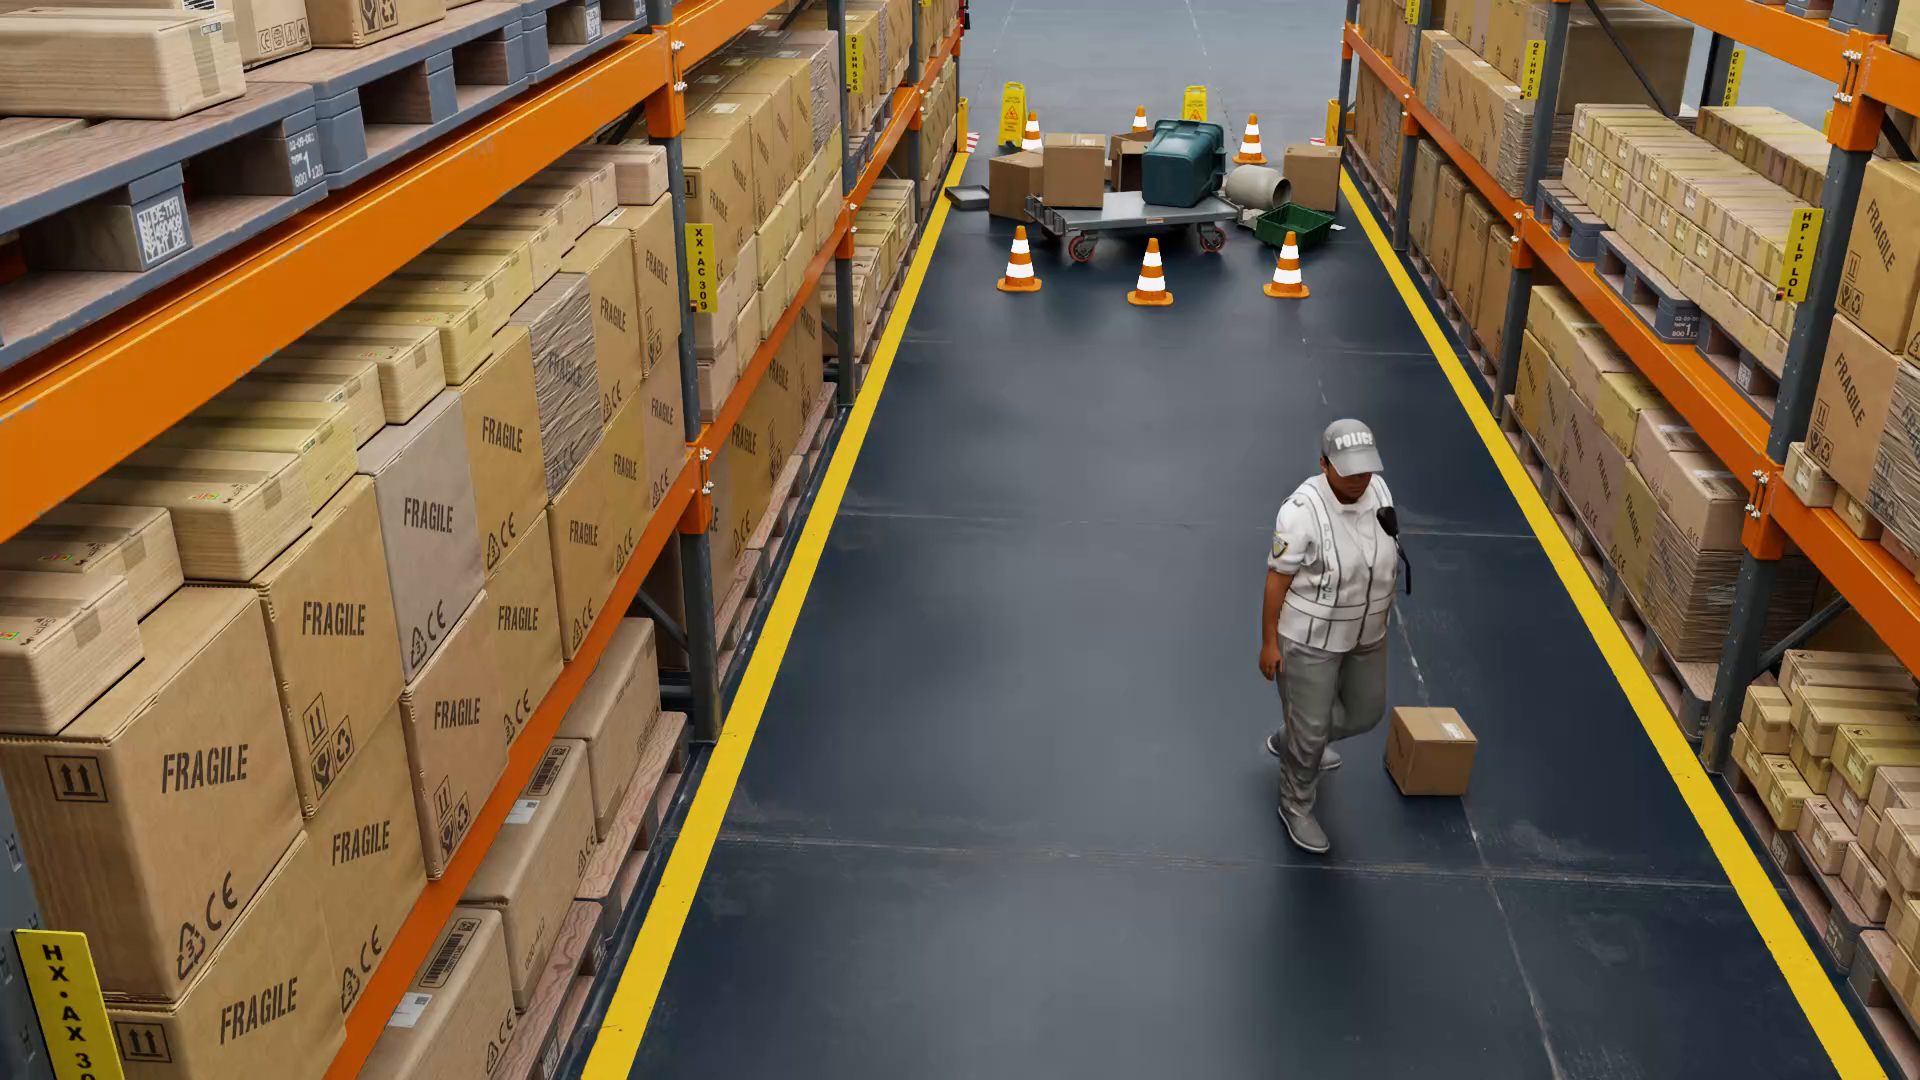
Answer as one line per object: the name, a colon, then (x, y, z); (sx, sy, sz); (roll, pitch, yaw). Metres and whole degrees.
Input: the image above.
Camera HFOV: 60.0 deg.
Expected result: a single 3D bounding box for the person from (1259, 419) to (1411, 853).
person: (1.293, 0.300, 5.958); (0.560, 1.656, 0.590); (-13, 28, -25)
